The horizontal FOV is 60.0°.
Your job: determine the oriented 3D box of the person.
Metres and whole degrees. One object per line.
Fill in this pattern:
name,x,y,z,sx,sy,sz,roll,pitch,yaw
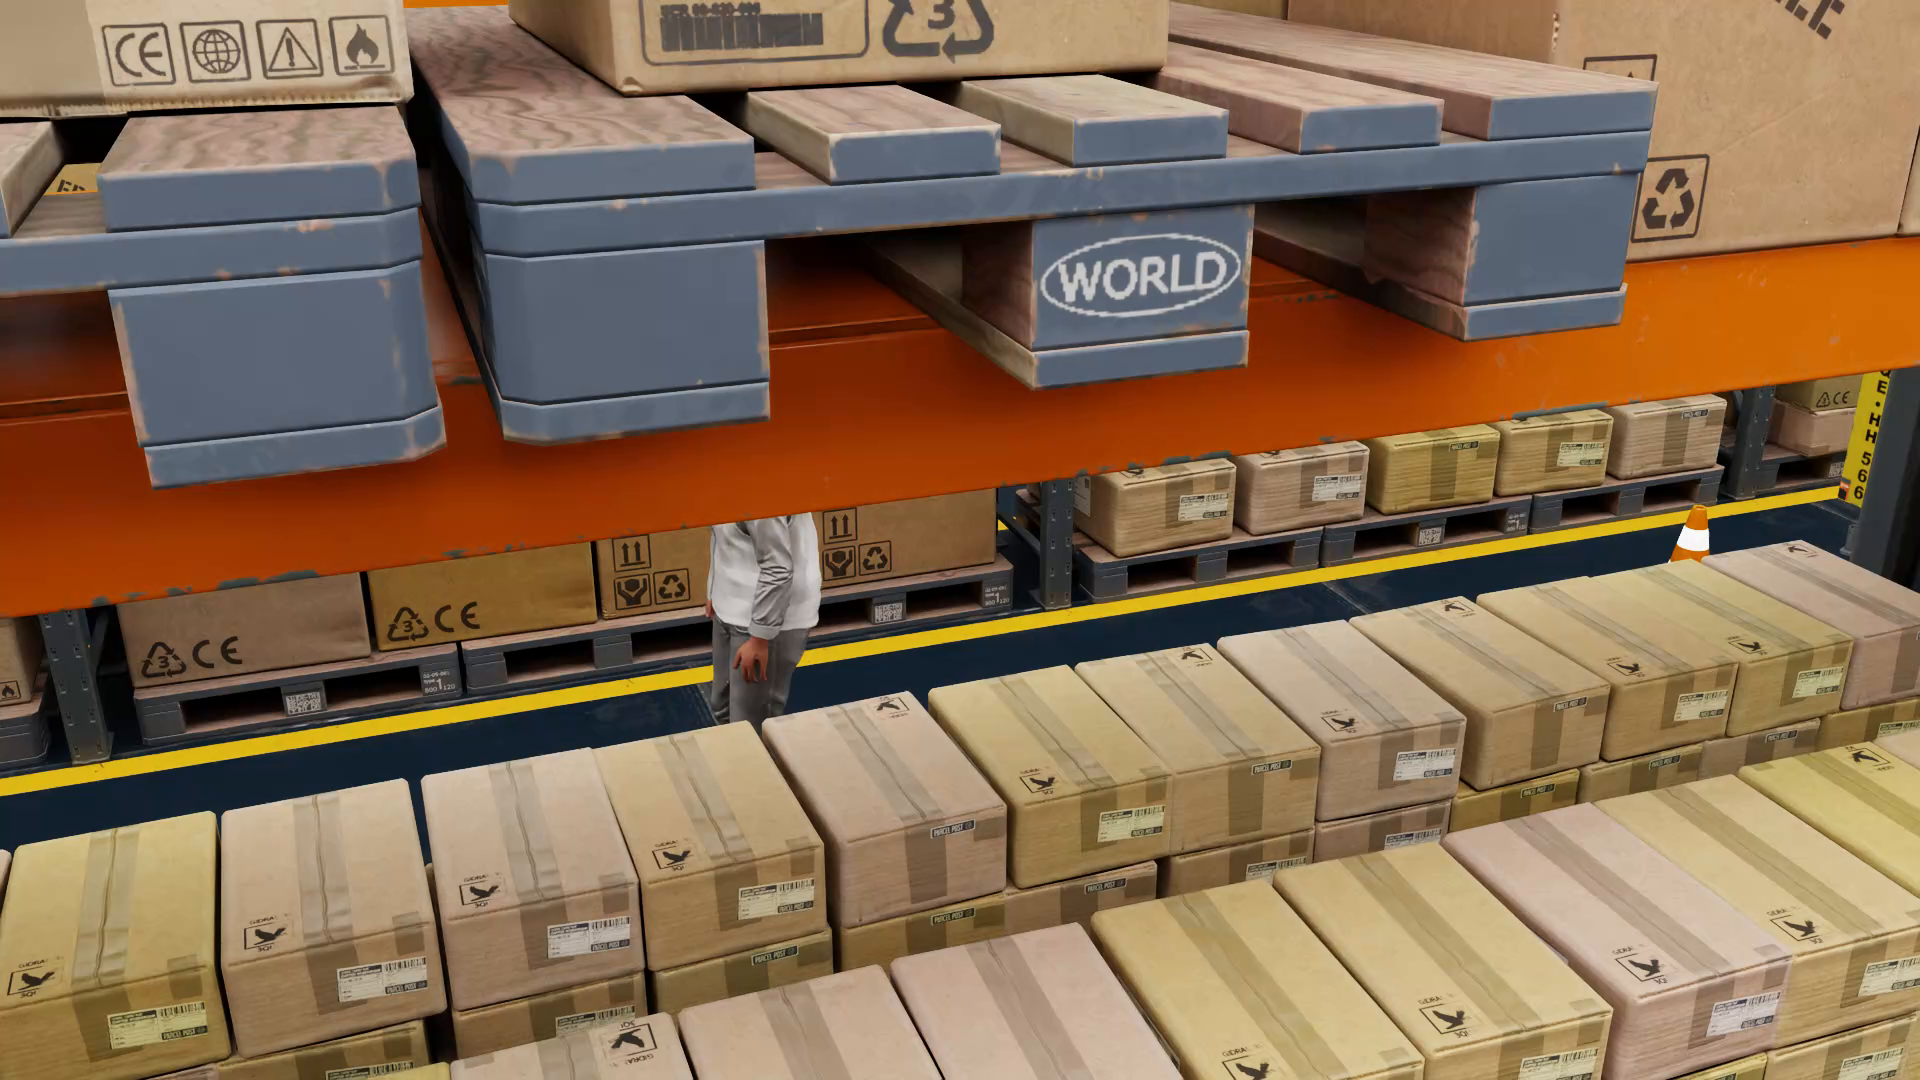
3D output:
person,-0.694,0.234,5.489,0.460,1.772,0.580,-8,24,-19
